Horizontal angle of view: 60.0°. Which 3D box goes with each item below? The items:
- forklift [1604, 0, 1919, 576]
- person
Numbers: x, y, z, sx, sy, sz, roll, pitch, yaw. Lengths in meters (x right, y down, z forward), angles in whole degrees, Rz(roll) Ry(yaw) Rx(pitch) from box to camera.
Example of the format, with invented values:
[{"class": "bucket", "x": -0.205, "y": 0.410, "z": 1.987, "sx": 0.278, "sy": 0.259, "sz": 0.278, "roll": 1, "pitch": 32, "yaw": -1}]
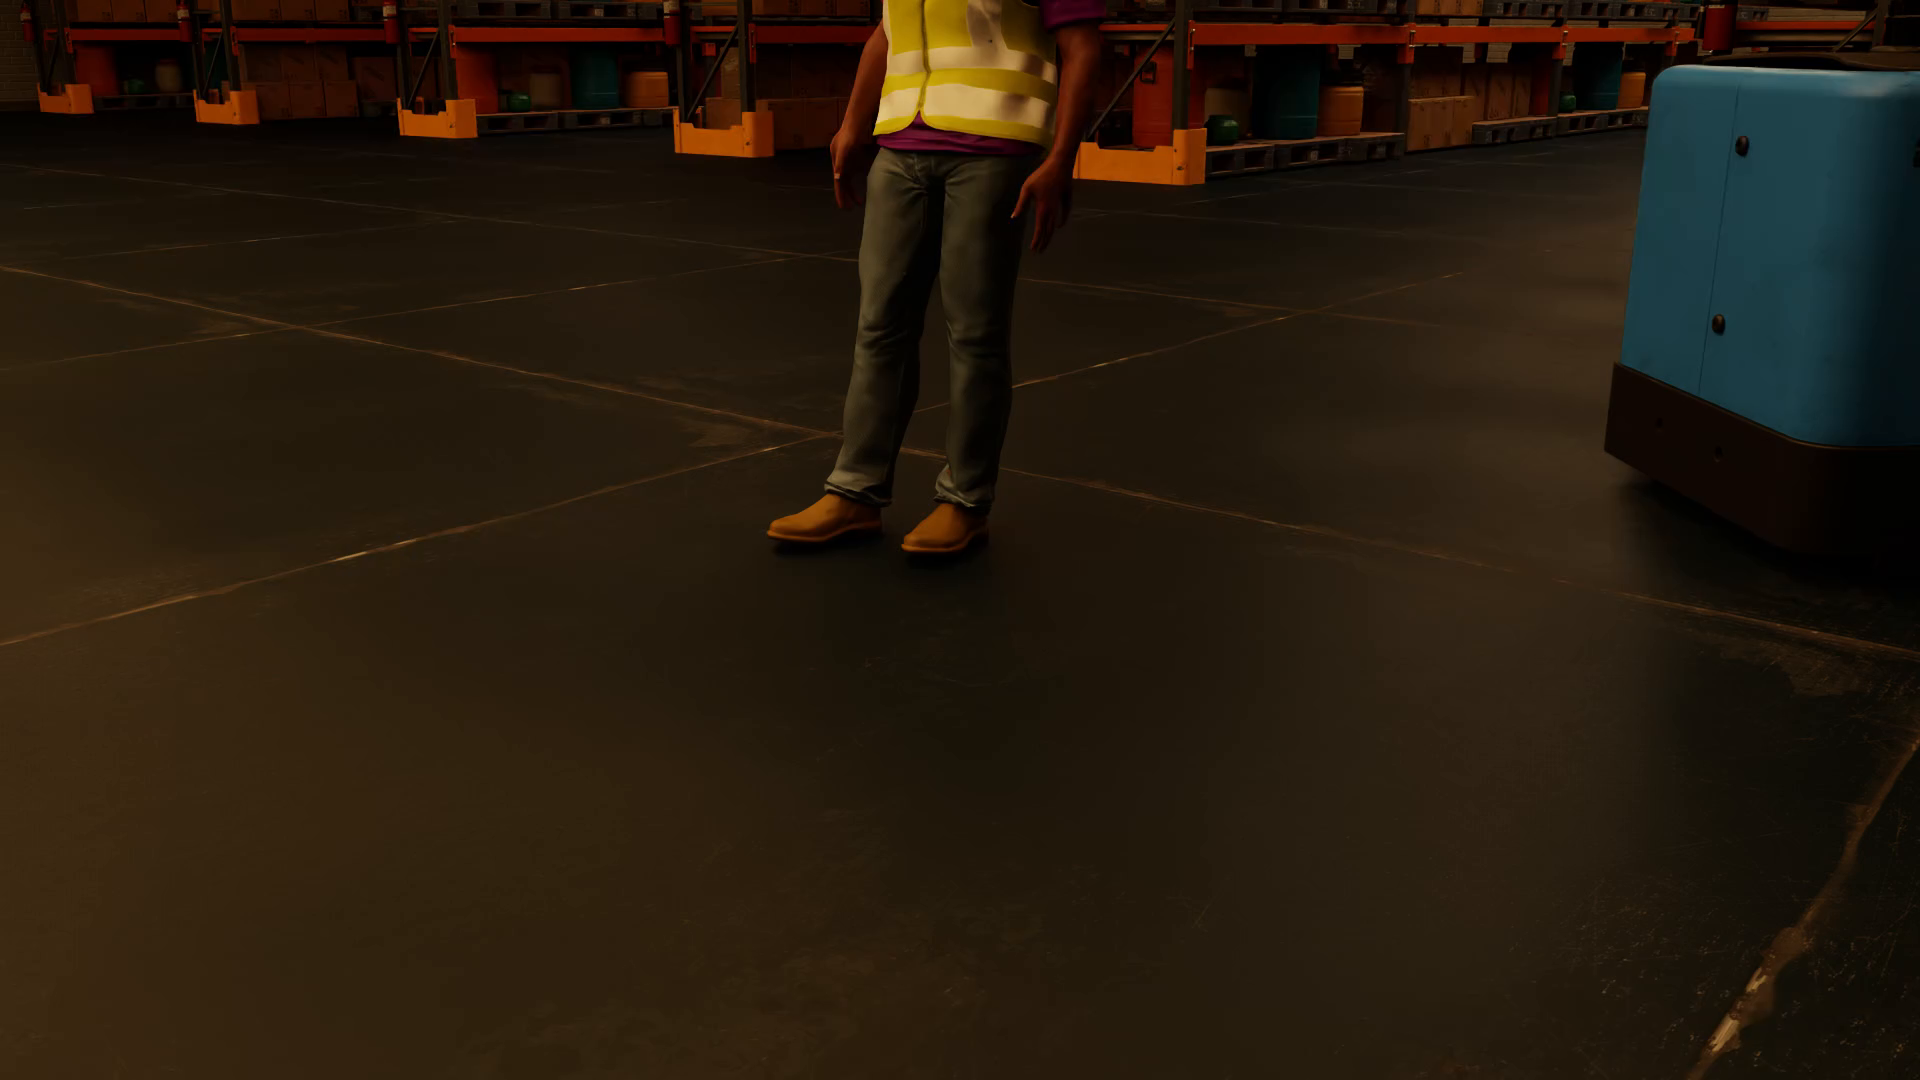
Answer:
[{"class": "forklift", "x": 3.273, "y": -1.470, "z": 3.739, "sx": 3.031, "sy": 2.935, "sz": 1.130, "roll": -1, "pitch": 17, "yaw": -3}, {"class": "person", "x": -0.049, "y": -0.838, "z": 3.636, "sx": 0.665, "sy": 1.765, "sz": 0.577, "roll": 13, "pitch": 21, "yaw": 37}]
